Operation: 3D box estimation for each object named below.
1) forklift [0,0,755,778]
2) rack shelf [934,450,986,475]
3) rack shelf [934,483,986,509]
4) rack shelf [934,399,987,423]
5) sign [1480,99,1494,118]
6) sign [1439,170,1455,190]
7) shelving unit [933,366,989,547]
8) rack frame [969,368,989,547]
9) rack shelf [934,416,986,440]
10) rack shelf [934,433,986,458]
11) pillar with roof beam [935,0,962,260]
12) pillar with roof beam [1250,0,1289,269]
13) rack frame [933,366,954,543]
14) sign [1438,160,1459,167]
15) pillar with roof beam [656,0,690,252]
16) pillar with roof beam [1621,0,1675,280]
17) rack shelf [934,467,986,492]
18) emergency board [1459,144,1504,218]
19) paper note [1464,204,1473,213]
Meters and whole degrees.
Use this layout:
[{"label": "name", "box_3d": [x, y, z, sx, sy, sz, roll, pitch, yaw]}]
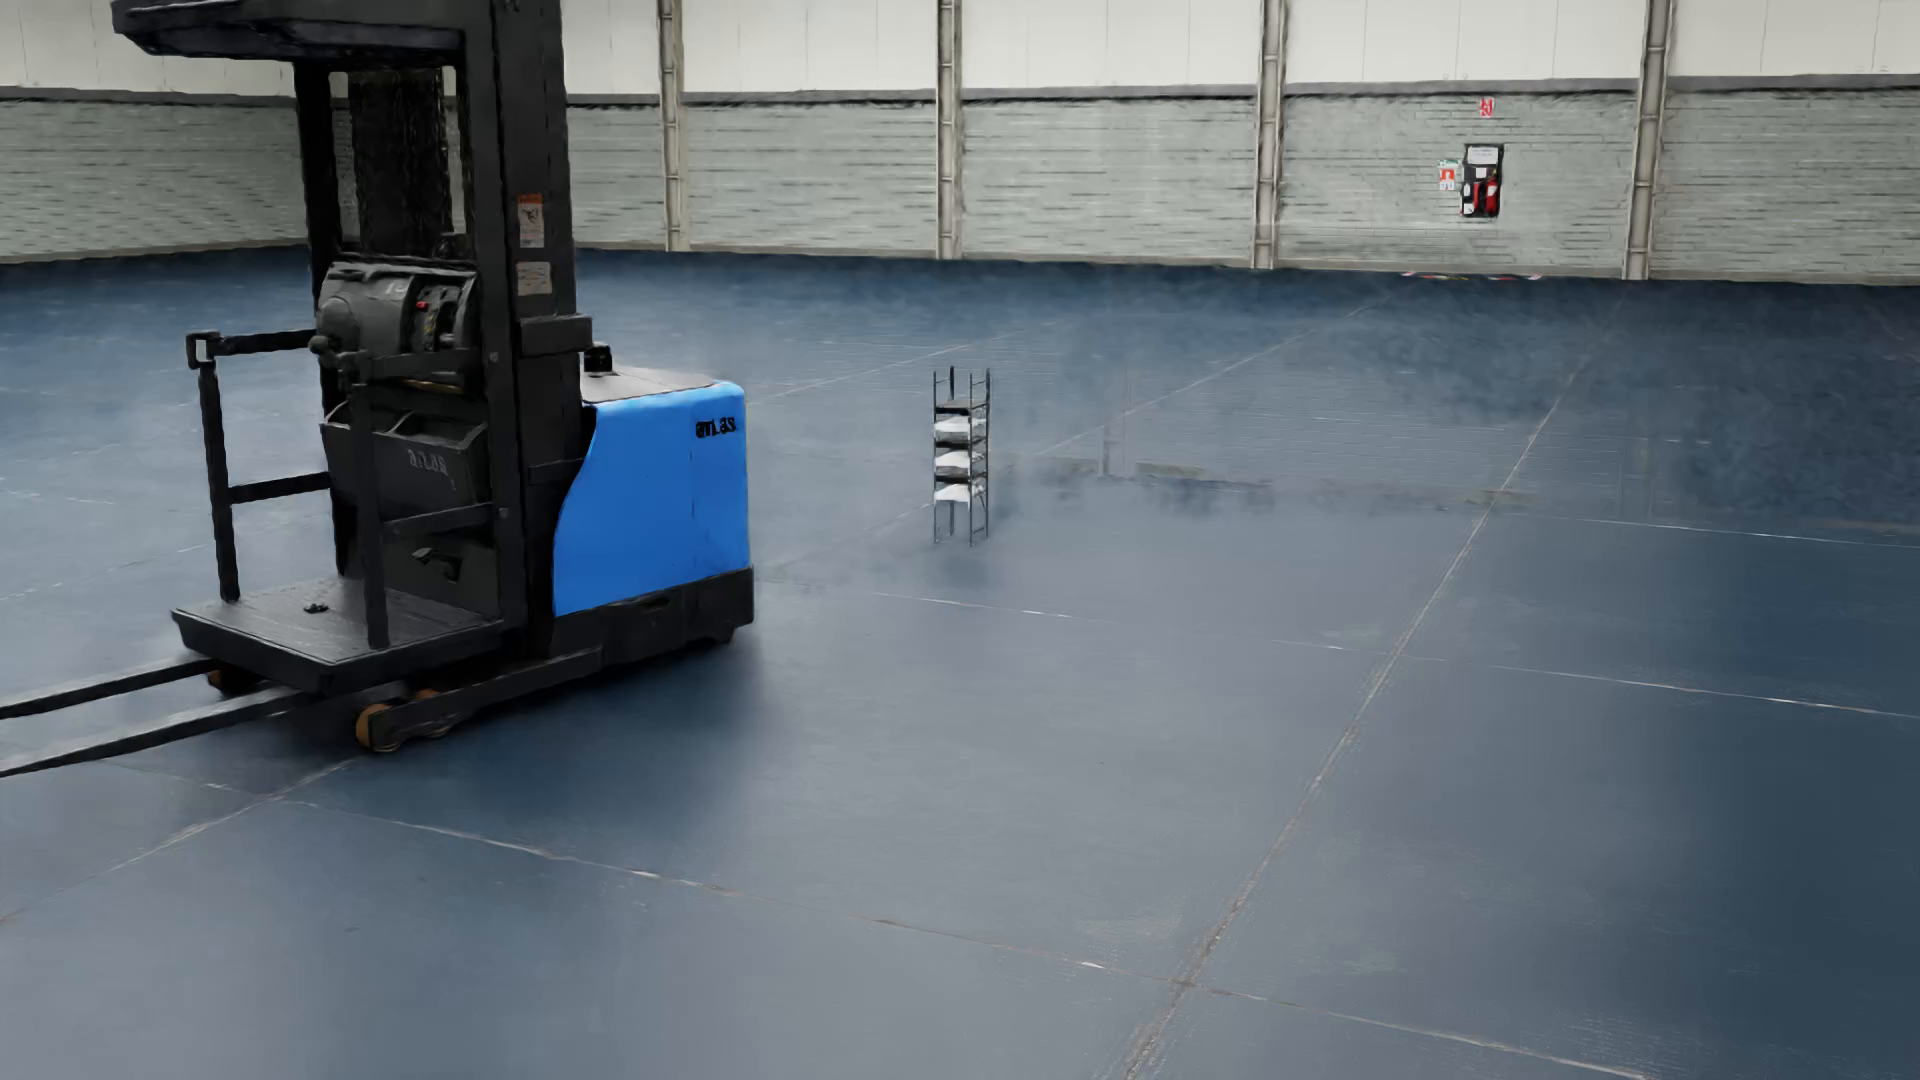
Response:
[{"label": "forklift", "box_3d": [-2.182, -0.830, 5.874, 1.130, 2.935, 3.031, 10, 17, 38]}, {"label": "rack shelf", "box_3d": [0.007, -0.405, 8.656, 0.200, 0.077, 0.258, 6, 14, 23]}, {"label": "rack shelf", "box_3d": [0.007, -0.230, 8.698, 0.200, 0.077, 0.258, 6, 14, 23]}, {"label": "rack shelf", "box_3d": [0.007, -0.668, 8.595, 0.200, 0.077, 0.258, 6, 14, 23]}, {"label": "sign", "box_3d": [8.552, -7.013, 27.003, 0.199, 0.298, 0.001, 6, 14, 23]}, {"label": "sign", "box_3d": [8.055, -5.953, 27.482, 0.234, 0.329, 0.001, 6, 14, 23]}, {"label": "shelving unit", "box_3d": [0.007, -0.437, 8.649, 0.210, 0.900, 0.258, 6, 14, 23]}, {"label": "rack frame", "box_3d": [0.100, -0.428, 8.609, 0.006, 0.900, 0.240, 6, 14, 23]}, {"label": "rack shelf", "box_3d": [0.007, -0.580, 8.615, 0.200, 0.077, 0.258, 6, 14, 23]}, {"label": "rack shelf", "box_3d": [0.007, -0.493, 8.636, 0.200, 0.077, 0.258, 6, 14, 23]}, {"label": "pillar with roof beam", "box_3d": [-1.953, -8.758, 26.382, 0.400, 9.000, 9.100, 6, 14, 23]}, {"label": "pillar with roof beam", "box_3d": [3.533, -8.203, 24.016, 0.400, 9.000, 9.100, 6, 14, 23]}, {"label": "rack frame", "box_3d": [-0.086, -0.447, 8.689, 0.006, 0.900, 0.240, 6, 14, 23]}, {"label": "sign", "box_3d": [8.056, -6.209, 27.412, 0.331, 0.109, 0.001, 6, 14, 23]}, {"label": "pillar with roof beam", "box_3d": [-7.438, -9.314, 28.748, 0.400, 9.000, 9.100, 6, 14, 23]}, {"label": "pillar with roof beam", "box_3d": [9.019, -7.648, 21.650, 0.400, 9.000, 9.100, 6, 14, 23]}, {"label": "rack shelf", "box_3d": [0.007, -0.317, 8.677, 0.200, 0.077, 0.258, 6, 14, 23]}, {"label": "emergency board", "box_3d": [8.519, -5.863, 27.176, 0.643, 1.169, 0.194, 6, 14, 23]}, {"label": "paper note", "box_3d": [8.385, -5.465, 27.408, 0.142, 0.148, 0.016, 6, 14, 23]}]
